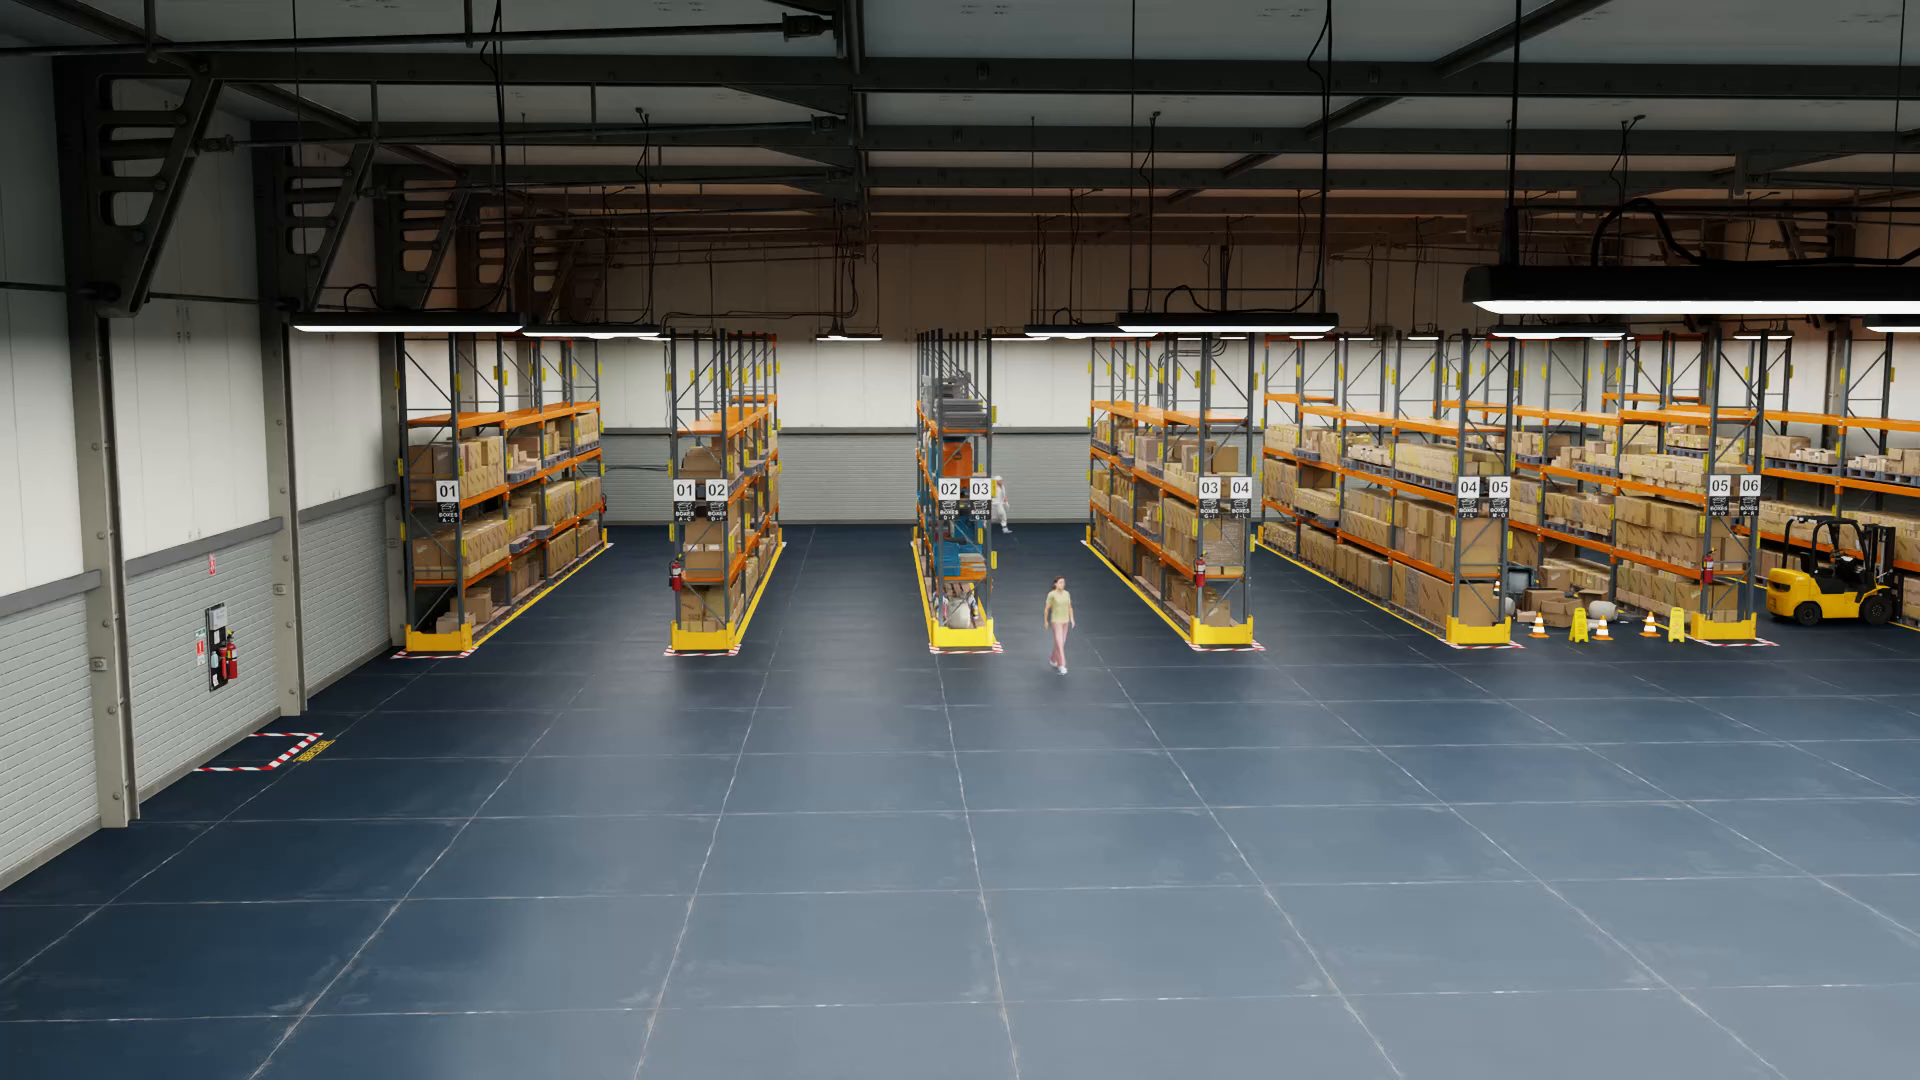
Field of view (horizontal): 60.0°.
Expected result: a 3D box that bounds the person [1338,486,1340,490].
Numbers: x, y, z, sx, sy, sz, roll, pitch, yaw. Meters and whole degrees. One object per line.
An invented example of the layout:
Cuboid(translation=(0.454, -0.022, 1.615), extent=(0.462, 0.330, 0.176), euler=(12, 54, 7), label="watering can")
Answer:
Cuboid(translation=(10.907, -0.748, 47.952), extent=(0.537, 1.664, 0.498), euler=(-5, 8, -35), label="person")

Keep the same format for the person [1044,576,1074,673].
Cuboid(translation=(1.787, 1.453, 29.205), extent=(0.485, 1.644, 0.821), euler=(-5, 8, -34), label="person")

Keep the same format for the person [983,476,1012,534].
Cuboid(translation=(1.149, -1.069, 50.228), extent=(1.002, 1.759, 0.500), euler=(3, 7, 23), label="person")
